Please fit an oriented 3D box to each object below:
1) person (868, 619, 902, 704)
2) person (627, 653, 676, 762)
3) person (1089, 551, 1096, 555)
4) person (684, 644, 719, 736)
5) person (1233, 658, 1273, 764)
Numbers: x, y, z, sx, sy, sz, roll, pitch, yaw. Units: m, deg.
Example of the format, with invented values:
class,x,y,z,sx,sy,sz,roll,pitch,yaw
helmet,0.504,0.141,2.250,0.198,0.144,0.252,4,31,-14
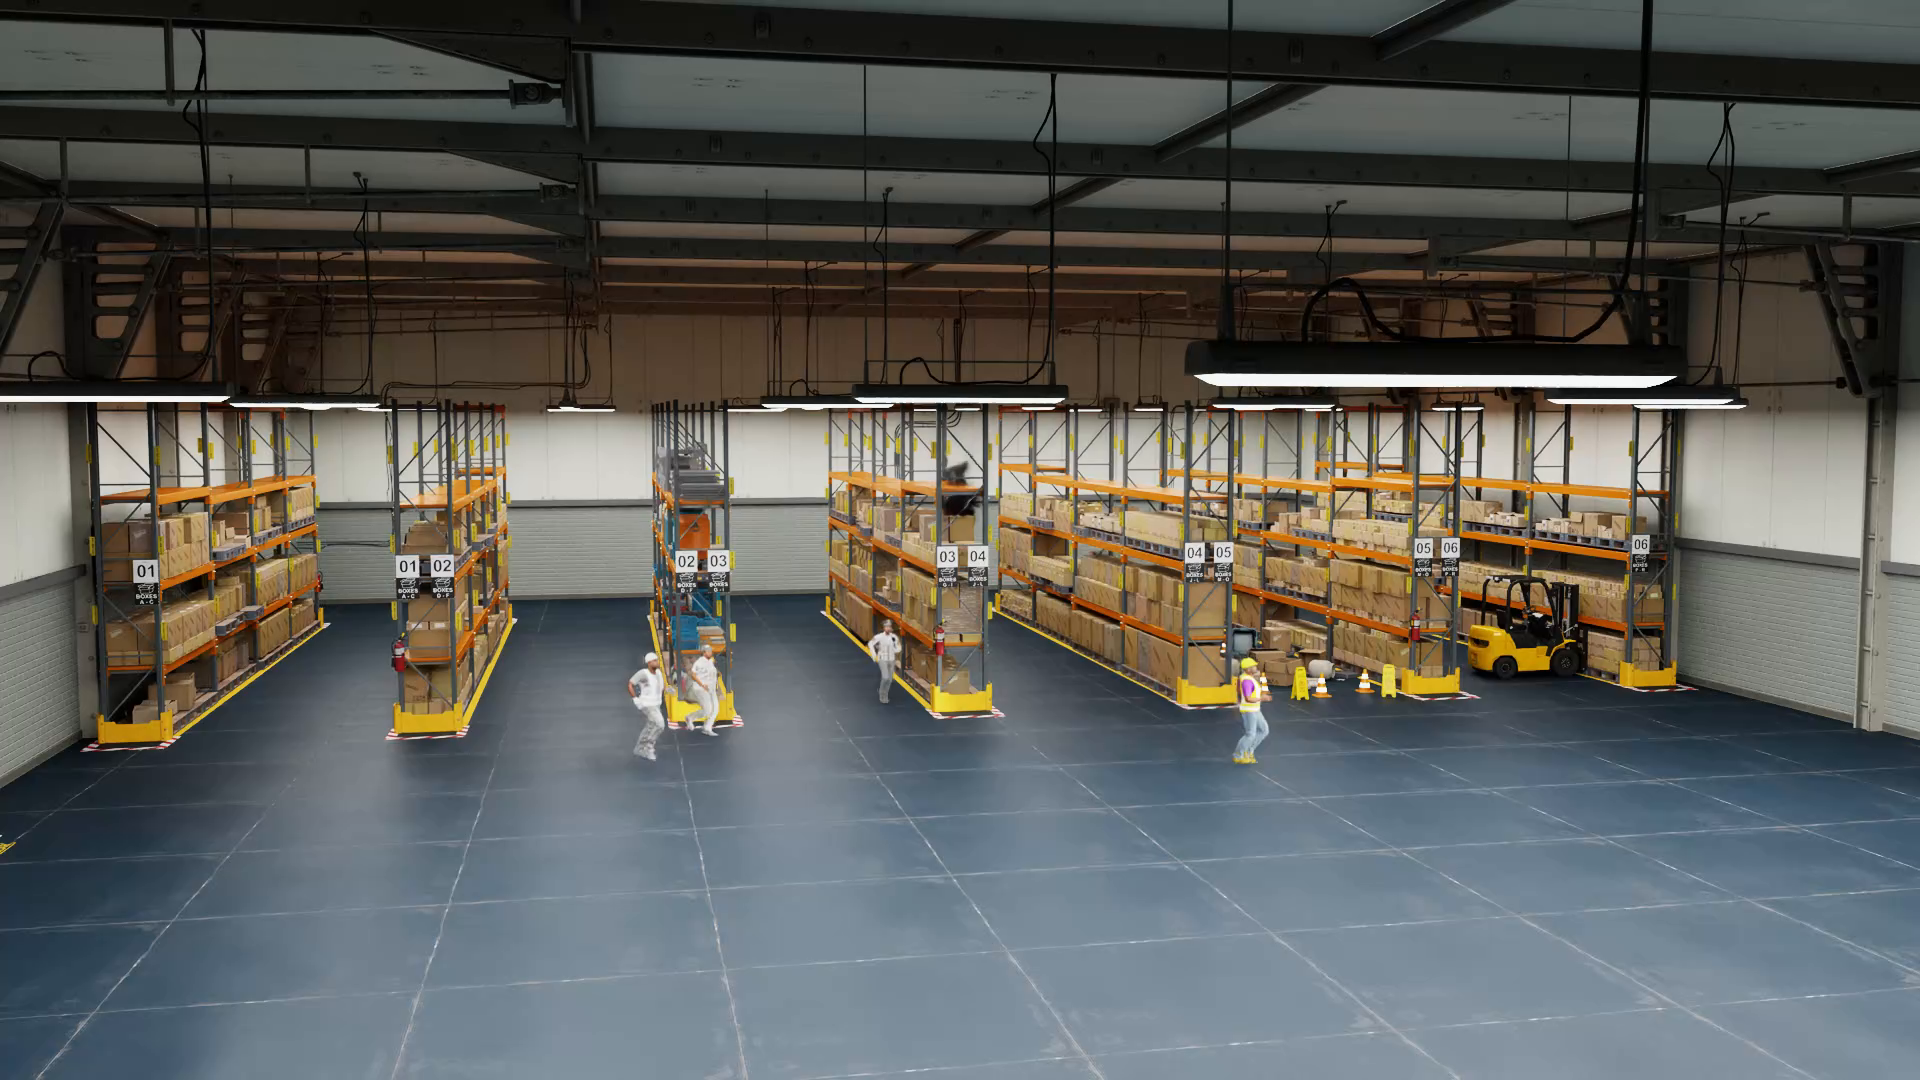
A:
class,x,y,z,sx,sy,sz,roll,pitch,yaw
person,-1.442,2.399,32.847,0.598,1.669,0.611,-2,5,-22
person,-5.098,2.768,27.608,0.722,1.802,0.670,1,4,14
person,4.104,1.129,50.332,0.755,1.593,0.568,-2,5,-25
person,-4.622,2.684,29.733,0.601,1.655,0.622,1,4,15
person,4.787,2.805,27.139,0.649,1.772,0.677,1,4,17
